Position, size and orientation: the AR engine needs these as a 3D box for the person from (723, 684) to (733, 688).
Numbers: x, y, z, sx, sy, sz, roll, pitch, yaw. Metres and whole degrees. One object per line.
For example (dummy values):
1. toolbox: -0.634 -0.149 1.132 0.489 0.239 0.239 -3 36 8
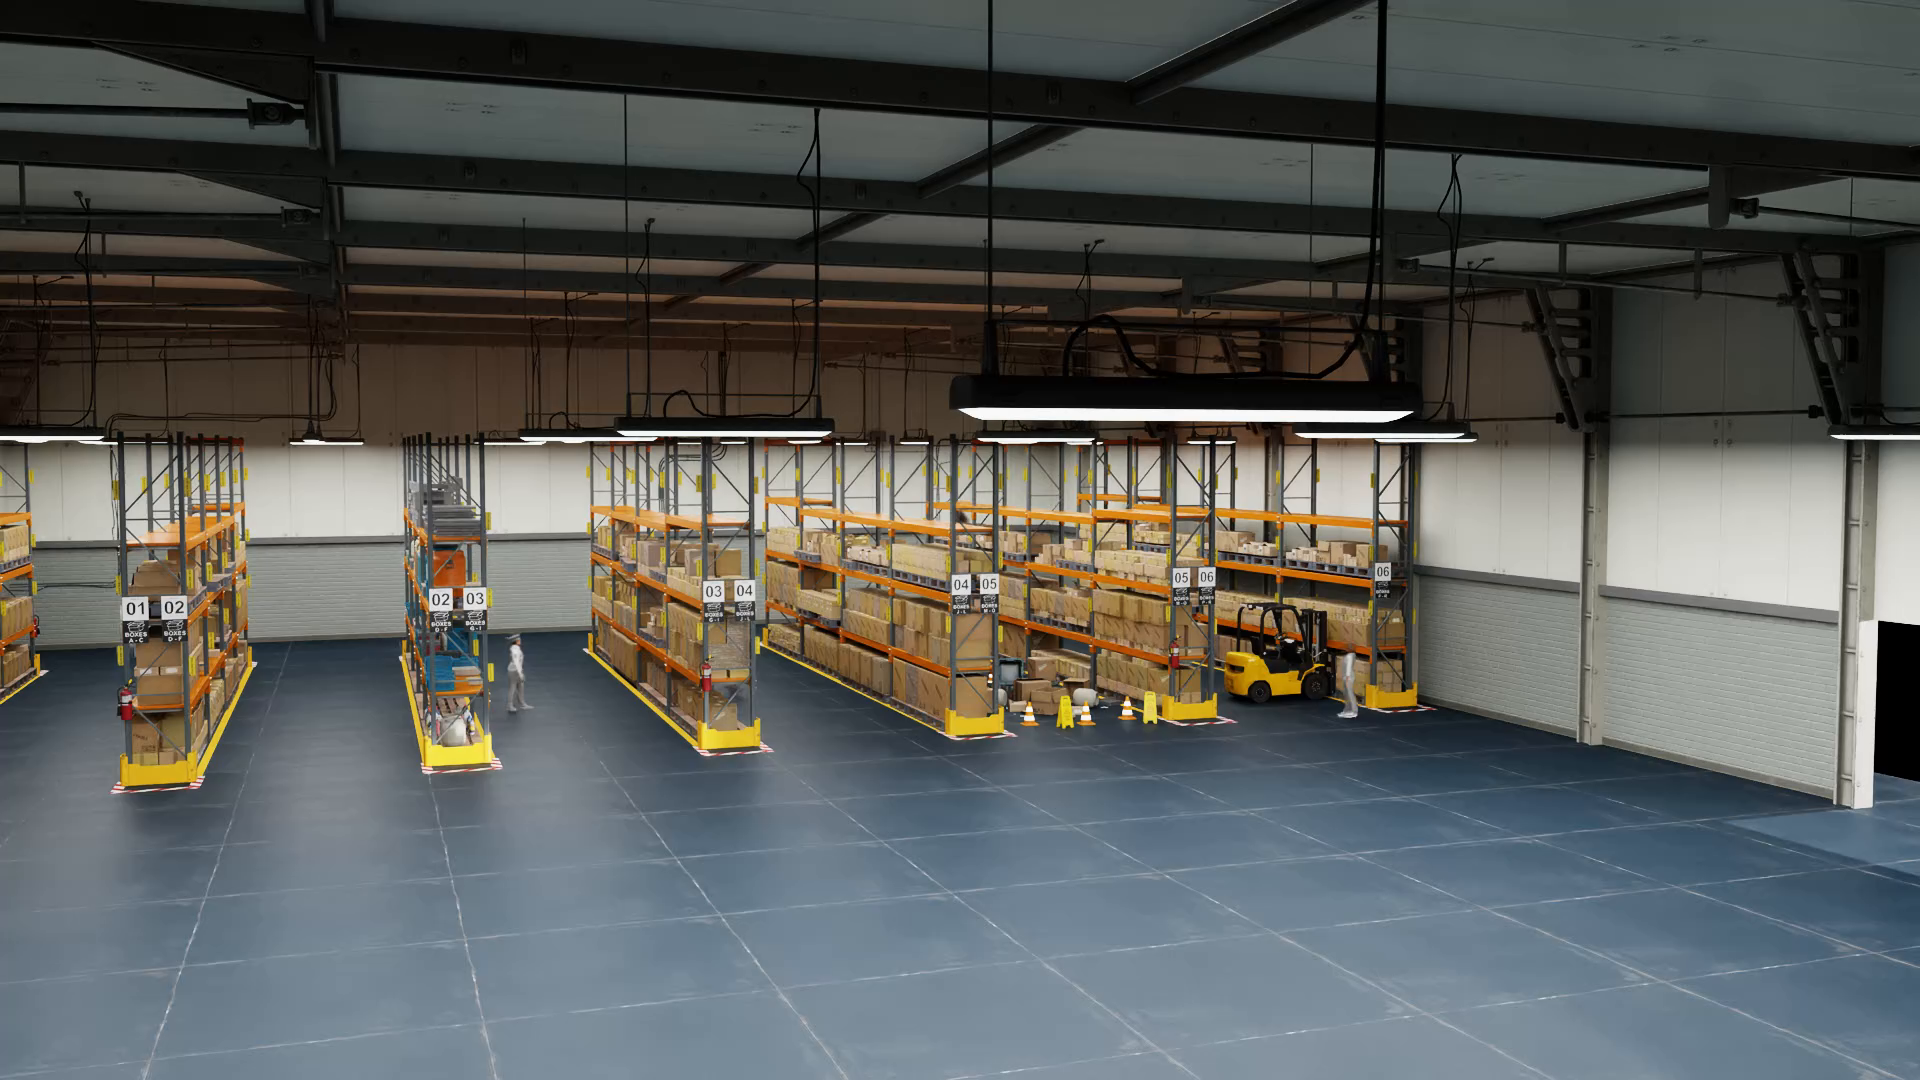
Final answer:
1. person: -5.479 2.705 39.617 0.478 1.689 0.462 1 3 16

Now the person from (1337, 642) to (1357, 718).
1. person: 8.242 2.964 35.291 0.377 1.608 0.488 0 3 -2

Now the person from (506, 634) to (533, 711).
1. person: -9.636 2.885 36.247 0.536 1.682 0.549 0 3 -1
